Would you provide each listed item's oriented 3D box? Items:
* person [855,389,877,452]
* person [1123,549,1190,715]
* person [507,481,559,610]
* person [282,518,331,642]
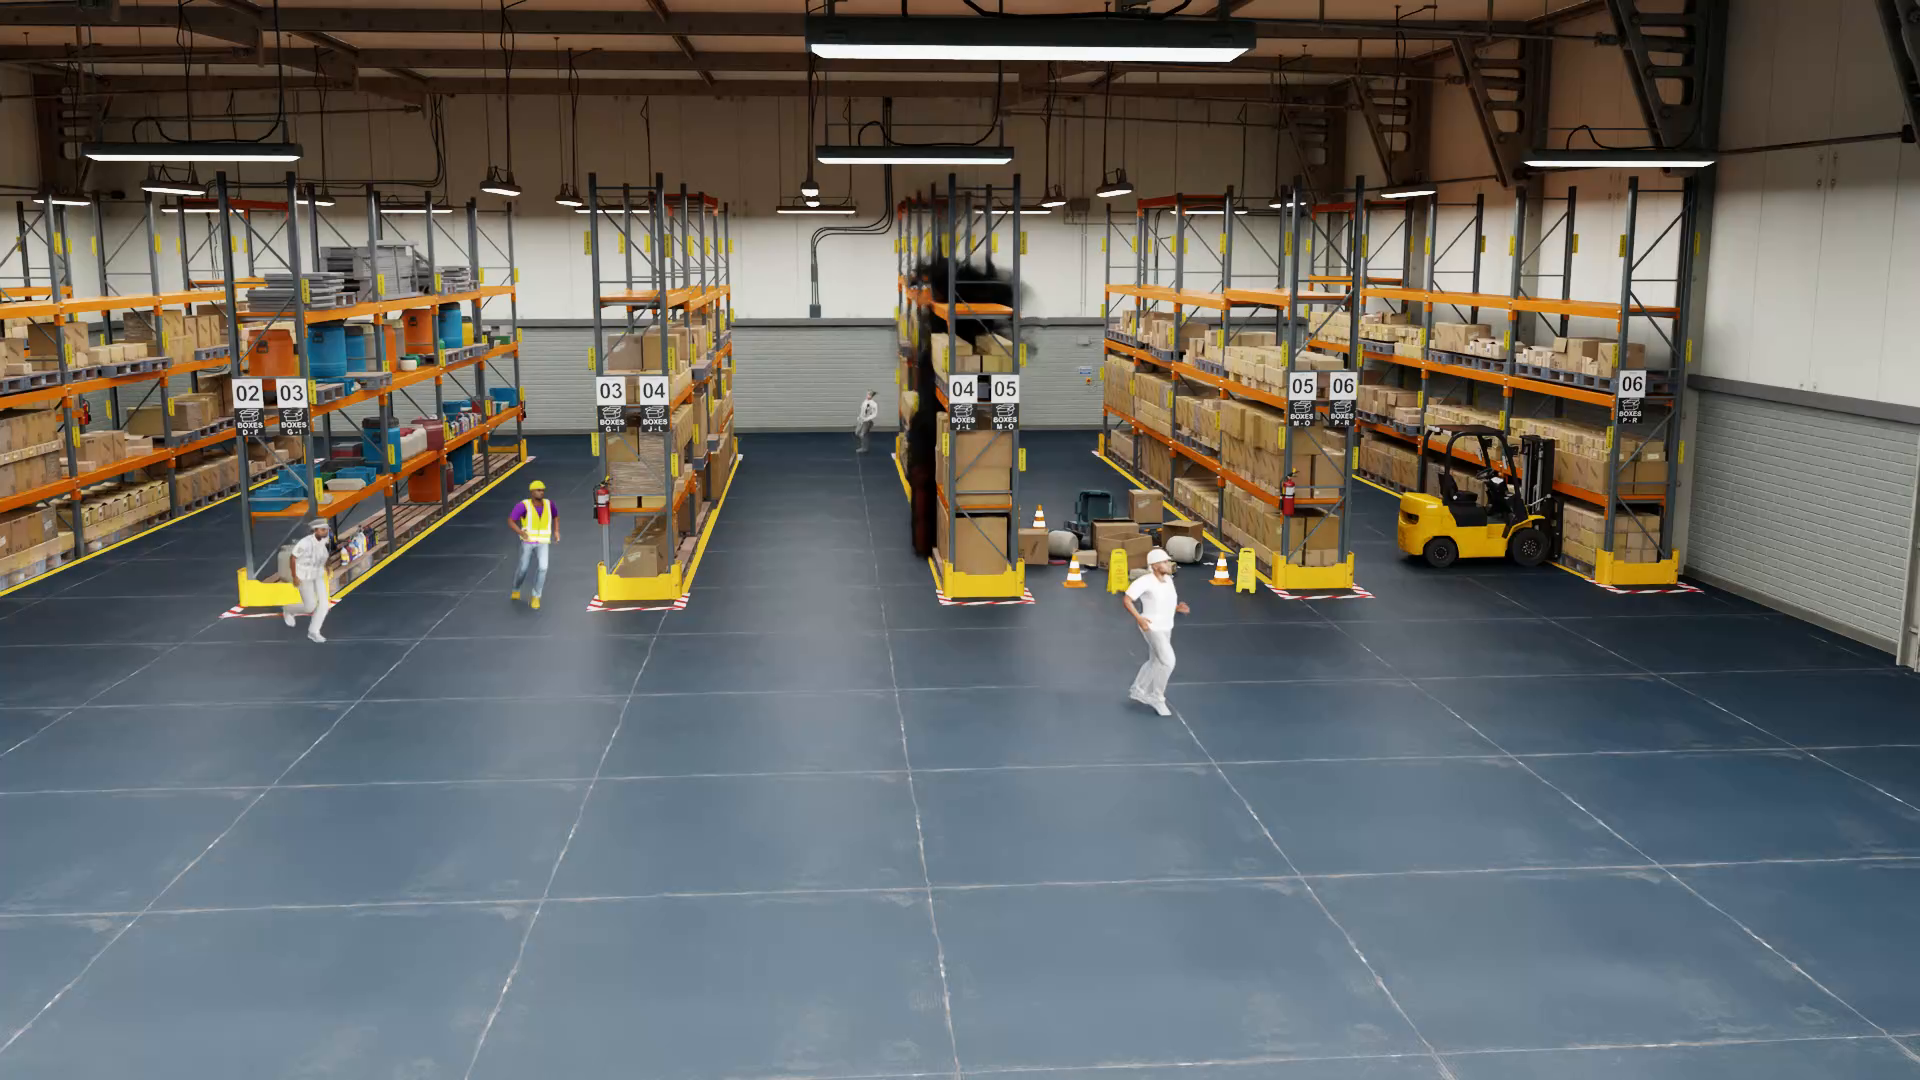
[{"bbox_3d":[-2.307,-2.921,40.642,0.510,1.580,0.800,-9,14,-42],"label":"person"},{"bbox_3d":[2.144,1.004,18.060,0.673,1.827,0.681,7,12,34],"label":"person"},{"bbox_3d":[-5.984,0.053,23.460,0.761,1.784,0.741,-5,11,-26],"label":"person"},{"bbox_3d":[-8.387,0.496,21.379,0.786,1.621,0.564,3,11,18],"label":"person"}]
